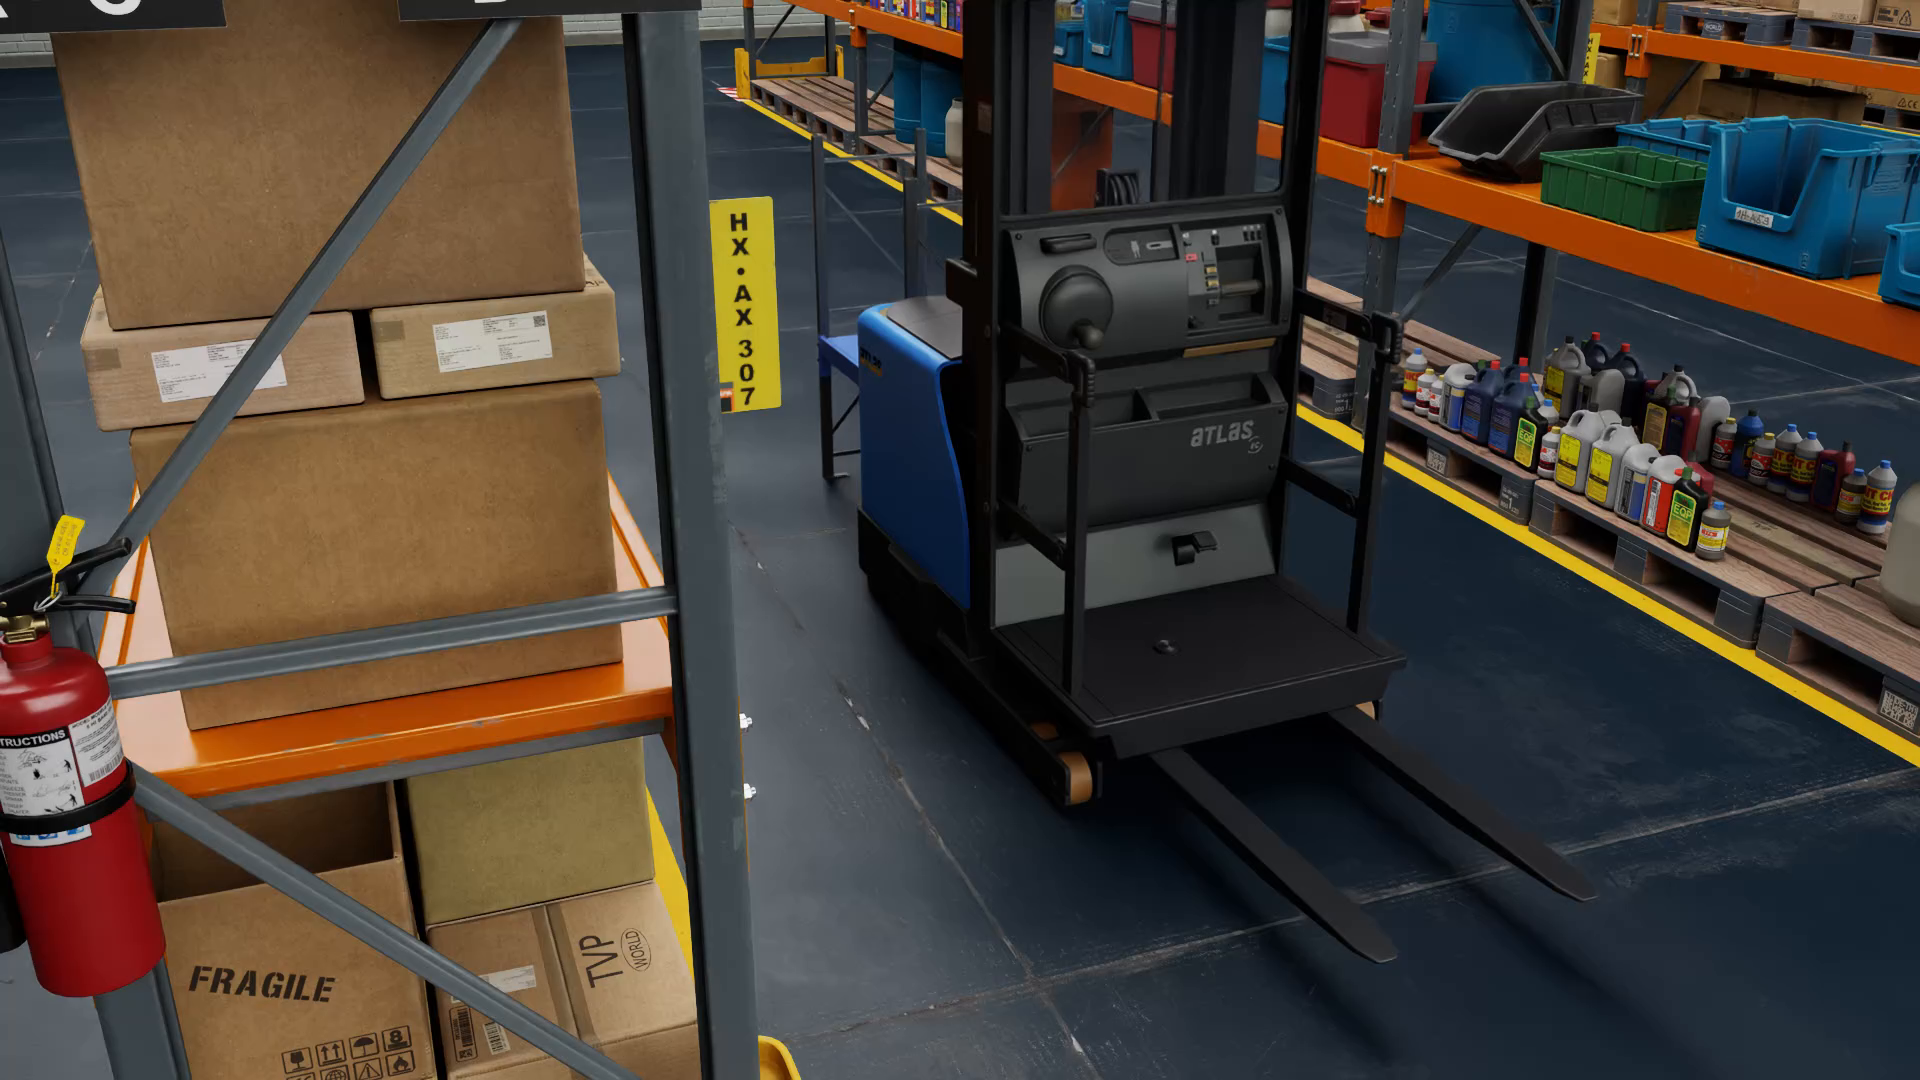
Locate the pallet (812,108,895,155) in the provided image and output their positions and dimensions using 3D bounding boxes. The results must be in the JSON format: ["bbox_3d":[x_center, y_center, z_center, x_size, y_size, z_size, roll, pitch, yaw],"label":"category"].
[{"bbox_3d":[-0.746,-3.857,15.629,1.003,0.211,1.213,-8,24,-19],"label":"pallet"}]

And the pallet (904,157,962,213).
[{"bbox_3d":[0.218,-2.865,13.275,1.003,0.211,1.213,-8,24,-19],"label":"pallet"}]

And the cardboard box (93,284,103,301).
[{"bbox_3d":[-1.253,-0.394,2.859,0.380,0.149,0.250,-8,24,-18],"label":"cardboard box"}]

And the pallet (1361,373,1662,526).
[{"bbox_3d":[2.574,-0.438,7.518,1.003,0.211,1.213,-8,24,-19],"label":"pallet"}]

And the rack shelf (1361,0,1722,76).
[{"bbox_3d":[4.890,-4.501,14.494,1.077,0.370,4.000,-8,24,-19],"label":"rack shelf"}]

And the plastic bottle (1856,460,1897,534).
[{"bbox_3d":[3.440,-0.167,6.230,0.097,0.271,0.097,0,23,0],"label":"plastic bottle"}]

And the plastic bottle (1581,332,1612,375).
[{"bbox_3d":[2.873,-0.761,7.537,0.144,0.351,0.185,-9,24,-20],"label":"plastic bottle"}]

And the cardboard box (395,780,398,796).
[{"bbox_3d":[-1.853,0.534,4.619,0.500,0.250,0.500,-8,24,-19],"label":"cardboard box"}]

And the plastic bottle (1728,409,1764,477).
[{"bbox_3d":[3.212,-0.401,6.786,0.097,0.271,0.097,0,23,0],"label":"plastic bottle"}]

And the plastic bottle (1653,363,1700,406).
[{"bbox_3d":[3.055,-0.574,7.093,0.144,0.351,0.185,-8,24,-19],"label":"plastic bottle"}]

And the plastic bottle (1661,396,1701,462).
[{"bbox_3d":[3.010,-0.468,6.930,0.061,0.283,0.133,-8,24,-19],"label":"plastic bottle"}]

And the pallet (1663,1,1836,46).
[{"bbox_3d":[5.948,-3.773,12.087,1.213,0.211,1.003,-8,24,-19],"label":"pallet"}]

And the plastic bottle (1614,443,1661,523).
[{"bbox_3d":[2.618,-0.220,6.351,0.152,0.276,0.135,-9,24,-20],"label":"plastic bottle"}]

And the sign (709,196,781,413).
[{"bbox_3d":[-0.325,-0.351,2.504,0.100,0.325,0.005,-8,24,-19],"label":"sign"}]

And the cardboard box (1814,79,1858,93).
[{"bbox_3d":[9.061,-4.748,16.831,0.500,0.500,0.500,-7,24,-17],"label":"cardboard box"}]

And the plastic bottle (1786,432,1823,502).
[{"bbox_3d":[3.319,-0.291,6.525,0.097,0.271,0.097,0,23,0],"label":"plastic bottle"}]

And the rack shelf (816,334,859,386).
[{"bbox_3d":[-0.174,-0.658,6.844,0.538,0.185,1.000,-10,25,-22],"label":"rack shelf"}]

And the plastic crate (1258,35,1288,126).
[{"bbox_3d":[1.695,-2.324,8.422,0.392,0.384,0.575,-8,24,-19],"label":"plastic crate"}]

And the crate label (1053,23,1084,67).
[{"bbox_3d":[0.761,-3.145,10.565,0.303,0.233,0.416,-8,24,-19],"label":"crate label"}]

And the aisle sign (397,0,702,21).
[{"bbox_3d":[-0.536,-1.058,2.050,0.394,0.787,0.004,-8,24,-19],"label":"aisle sign"}]

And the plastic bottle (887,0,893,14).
[{"bbox_3d":[-0.514,-4.469,13.651,0.152,0.276,0.135,-8,24,-19],"label":"plastic bottle"}]

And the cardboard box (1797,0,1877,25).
[{"bbox_3d":[5.974,-3.590,11.058,0.500,0.250,0.500,-9,24,-20],"label":"cardboard box"}]

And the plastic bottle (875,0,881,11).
[{"bbox_3d":[-0.672,-4.586,13.919,0.061,0.283,0.133,-8,24,-19],"label":"plastic bottle"}]

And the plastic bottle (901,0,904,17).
[{"bbox_3d":[-0.429,-4.318,13.389,0.097,0.201,0.097,0,23,0],"label":"plastic bottle"}]

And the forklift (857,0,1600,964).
[{"bbox_3d":[0.668,-0.756,4.770,1.130,2.935,3.031,-10,25,-22],"label":"forklift"}]

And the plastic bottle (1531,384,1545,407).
[{"bbox_3d":[2.437,-0.532,7.097,0.097,0.271,0.097,0,23,0],"label":"plastic bottle"}]

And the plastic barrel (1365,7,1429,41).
[{"bbox_3d":[2.243,-2.413,8.439,0.433,0.535,0.433,0,23,0],"label":"plastic barrel"}]

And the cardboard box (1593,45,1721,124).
[{"bbox_3d":[5.372,-3.574,13.563,1.225,0.875,0.875,-10,25,-21],"label":"cardboard box"}]

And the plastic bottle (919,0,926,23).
[{"bbox_3d":[-0.234,-4.182,12.969,0.152,0.276,0.135,-8,24,-19],"label":"plastic bottle"}]

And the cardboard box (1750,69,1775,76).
[{"bbox_3d":[9.031,-5.259,18.496,0.380,0.149,0.250,-9,25,-21],"label":"cardboard box"}]

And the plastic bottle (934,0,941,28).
[{"bbox_3d":[-0.112,-4.087,12.647,0.144,0.351,0.185,-8,24,-19],"label":"plastic bottle"}]

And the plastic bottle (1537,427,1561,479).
[{"bbox_3d":[2.418,-0.361,6.782,0.097,0.201,0.097,0,23,0],"label":"plastic bottle"}]

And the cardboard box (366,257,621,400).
[{"bbox_3d":[-0.783,-0.359,2.775,0.380,0.149,0.250,-9,24,-19],"label":"cardboard box"}]

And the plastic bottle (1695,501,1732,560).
[{"bbox_3d":[2.730,-0.040,6.020,0.097,0.201,0.097,0,23,0],"label":"plastic bottle"}]

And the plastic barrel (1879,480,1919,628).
[{"bbox_3d":[3.308,0.022,5.497,0.421,0.512,0.421,0,23,0],"label":"plastic barrel"}]

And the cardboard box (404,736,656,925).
[{"bbox_3d":[-1.006,0.480,3.784,0.500,0.500,0.500,-8,24,-19],"label":"cardboard box"}]

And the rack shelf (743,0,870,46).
[{"bbox_3d":[-1.156,-5.275,16.330,1.077,0.370,4.000,-8,24,-19],"label":"rack shelf"}]

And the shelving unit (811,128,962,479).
[{"bbox_3d":[-0.174,-0.824,6.774,0.538,1.500,1.048,-10,25,-22],"label":"shelving unit"}]

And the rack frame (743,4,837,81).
[{"bbox_3d":[-1.863,-6.333,17.914,1.000,3.000,0.127,-8,24,-19],"label":"rack frame"}]

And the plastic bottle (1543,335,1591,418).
[{"bbox_3d":[2.738,-0.741,7.490,0.144,0.351,0.185,-8,24,-19],"label":"plastic bottle"}]

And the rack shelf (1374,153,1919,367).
[{"bbox_3d":[3.083,-0.915,5.985,1.077,0.370,4.000,-8,24,-19],"label":"rack shelf"}]

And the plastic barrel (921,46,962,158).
[{"bbox_3d":[-0.024,-3.649,13.707,0.600,0.901,0.708,-8,24,-19],"label":"plastic barrel"}]

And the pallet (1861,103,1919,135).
[{"bbox_3d":[9.571,-4.192,16.423,1.003,0.211,1.213,-8,24,-19],"label":"pallet"}]

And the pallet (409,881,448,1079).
[{"bbox_3d":[-1.155,1.171,3.699,1.003,0.211,1.213,-8,24,-19],"label":"pallet"}]

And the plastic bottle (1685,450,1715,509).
[{"bbox_3d":[2.766,-0.188,6.265,0.061,0.283,0.133,-8,24,-19],"label":"plastic bottle"}]

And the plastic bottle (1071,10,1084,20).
[{"bbox_3d":[0.839,-3.681,11.877,0.097,0.201,0.097,0,23,0],"label":"plastic bottle"}]

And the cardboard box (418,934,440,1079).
[{"bbox_3d":[-1.312,1.078,3.330,0.500,0.250,0.500,-8,24,-19],"label":"cardboard box"}]

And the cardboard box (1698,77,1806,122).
[{"bbox_3d":[5.862,-3.263,12.316,0.500,0.250,0.500,-7,24,-17],"label":"cardboard box"}]

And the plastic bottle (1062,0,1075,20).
[{"bbox_3d":[0.805,-3.915,12.342,0.097,0.271,0.097,0,23,0],"label":"plastic bottle"}]

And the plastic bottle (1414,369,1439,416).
[{"bbox_3d":[2.115,-0.673,7.522,0.097,0.201,0.097,0,23,0],"label":"plastic bottle"}]

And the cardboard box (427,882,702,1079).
[{"bbox_3d":[-0.827,1.007,3.499,0.500,0.250,0.500,-8,24,-19],"label":"cardboard box"}]

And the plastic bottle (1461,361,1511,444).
[{"bbox_3d":[2.273,-0.605,7.167,0.144,0.351,0.185,-8,24,-18],"label":"plastic bottle"}]

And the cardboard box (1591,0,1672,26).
[{"bbox_3d":[5.191,-4.297,12.955,0.500,0.500,0.500,-8,24,-17],"label":"cardboard box"}]

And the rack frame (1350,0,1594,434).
[{"bbox_3d":[2.376,-1.973,7.569,1.000,3.000,0.127,-8,24,-19],"label":"rack frame"}]

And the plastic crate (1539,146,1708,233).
[{"bbox_3d":[2.592,-1.343,6.348,0.450,0.188,0.662,-8,24,-19],"label":"plastic crate"}]
